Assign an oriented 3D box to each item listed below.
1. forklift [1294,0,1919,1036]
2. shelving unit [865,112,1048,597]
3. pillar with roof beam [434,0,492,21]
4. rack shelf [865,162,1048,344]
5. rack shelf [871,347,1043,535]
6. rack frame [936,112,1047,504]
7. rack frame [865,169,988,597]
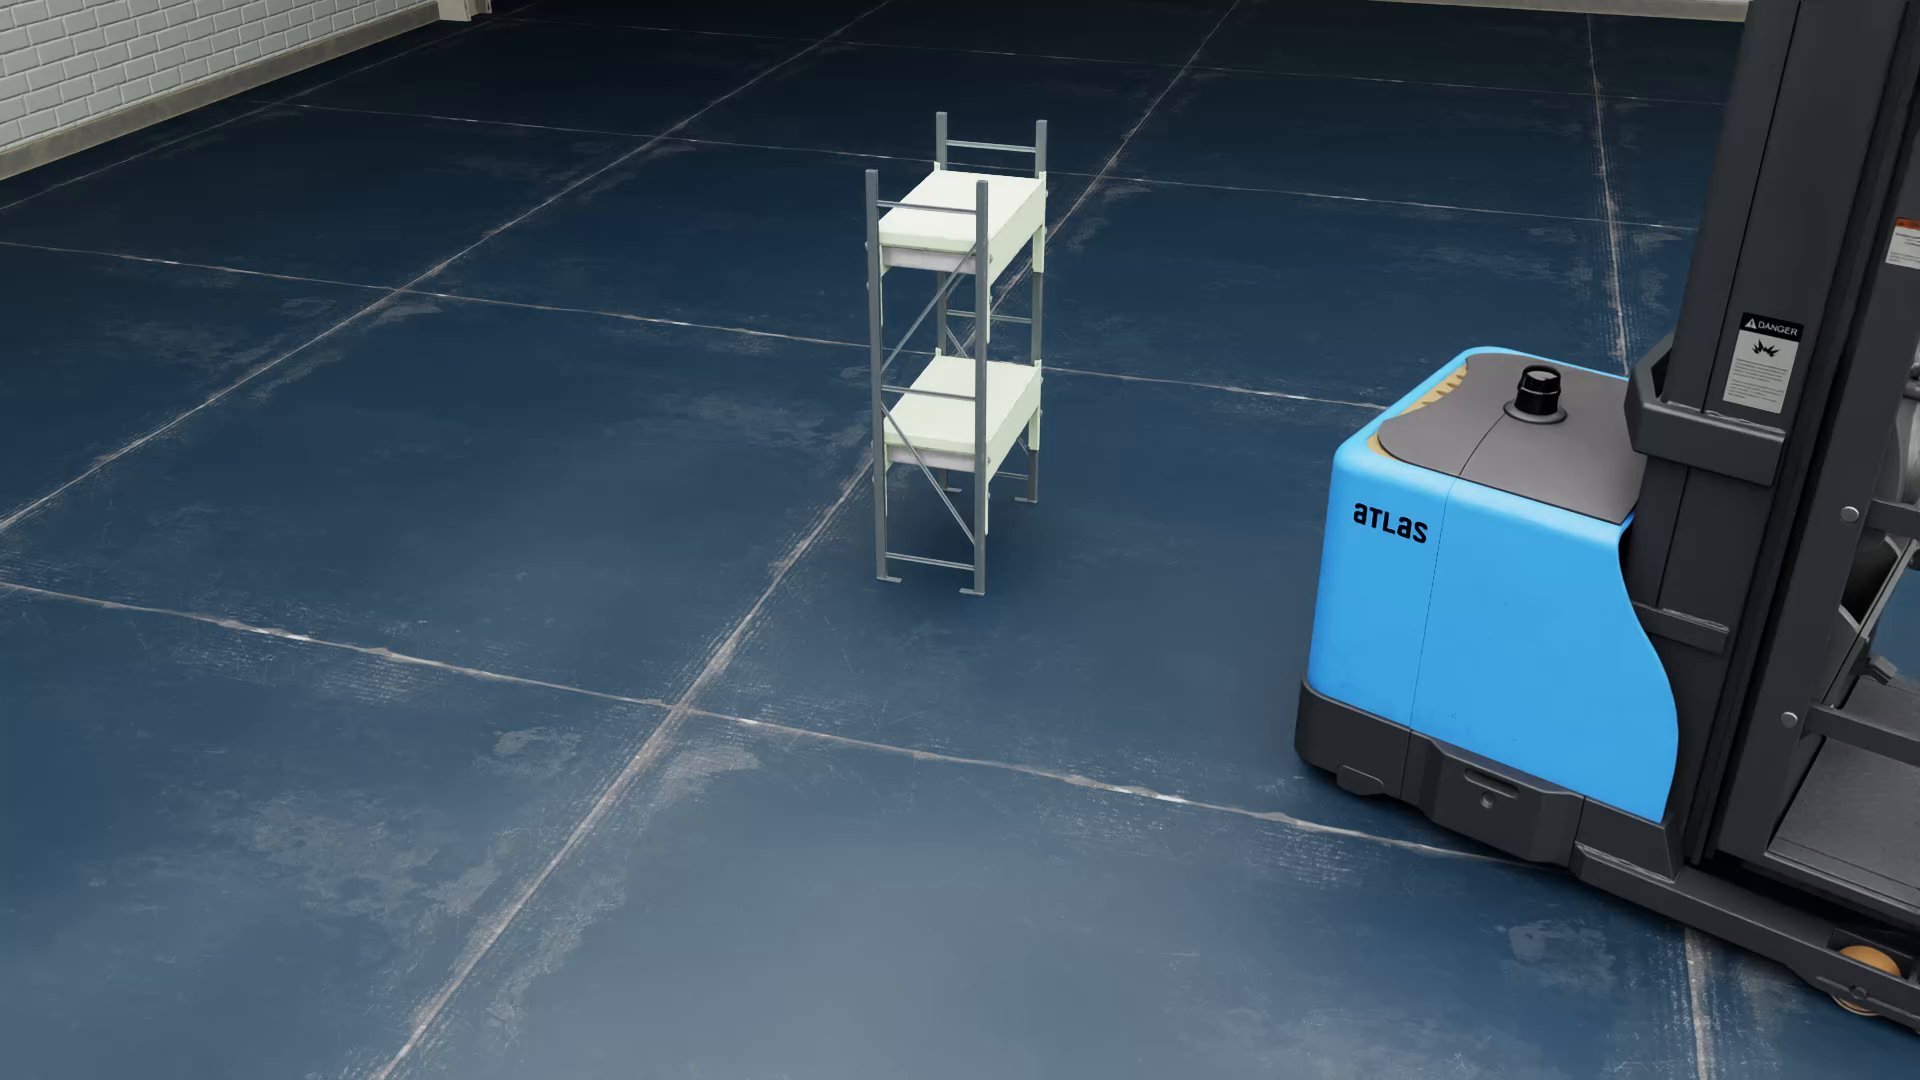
[{"bbox_3d":[2.478,-0.338,3.842,3.031,2.935,1.130,21,35,32],"label":"forklift"},{"bbox_3d":[0.002,-0.659,5.891,0.431,1.500,0.755,8,30,15],"label":"shelving unit"},{"bbox_3d":[-0.182,-7.867,11.136,9.100,9.000,0.400,8,30,15],"label":"pillar with roof beam"},{"bbox_3d":[0.002,-1.000,5.701,0.431,0.370,0.720,8,30,15],"label":"rack shelf"},{"bbox_3d":[0.002,-0.374,6.049,0.431,0.370,0.720,8,30,15],"label":"rack shelf"},{"bbox_3d":[0.109,-0.829,6.197,0.400,1.500,0.023,8,30,15],"label":"rack frame"},{"bbox_3d":[-0.105,-0.488,5.585,0.400,1.500,0.023,8,30,15],"label":"rack frame"}]
